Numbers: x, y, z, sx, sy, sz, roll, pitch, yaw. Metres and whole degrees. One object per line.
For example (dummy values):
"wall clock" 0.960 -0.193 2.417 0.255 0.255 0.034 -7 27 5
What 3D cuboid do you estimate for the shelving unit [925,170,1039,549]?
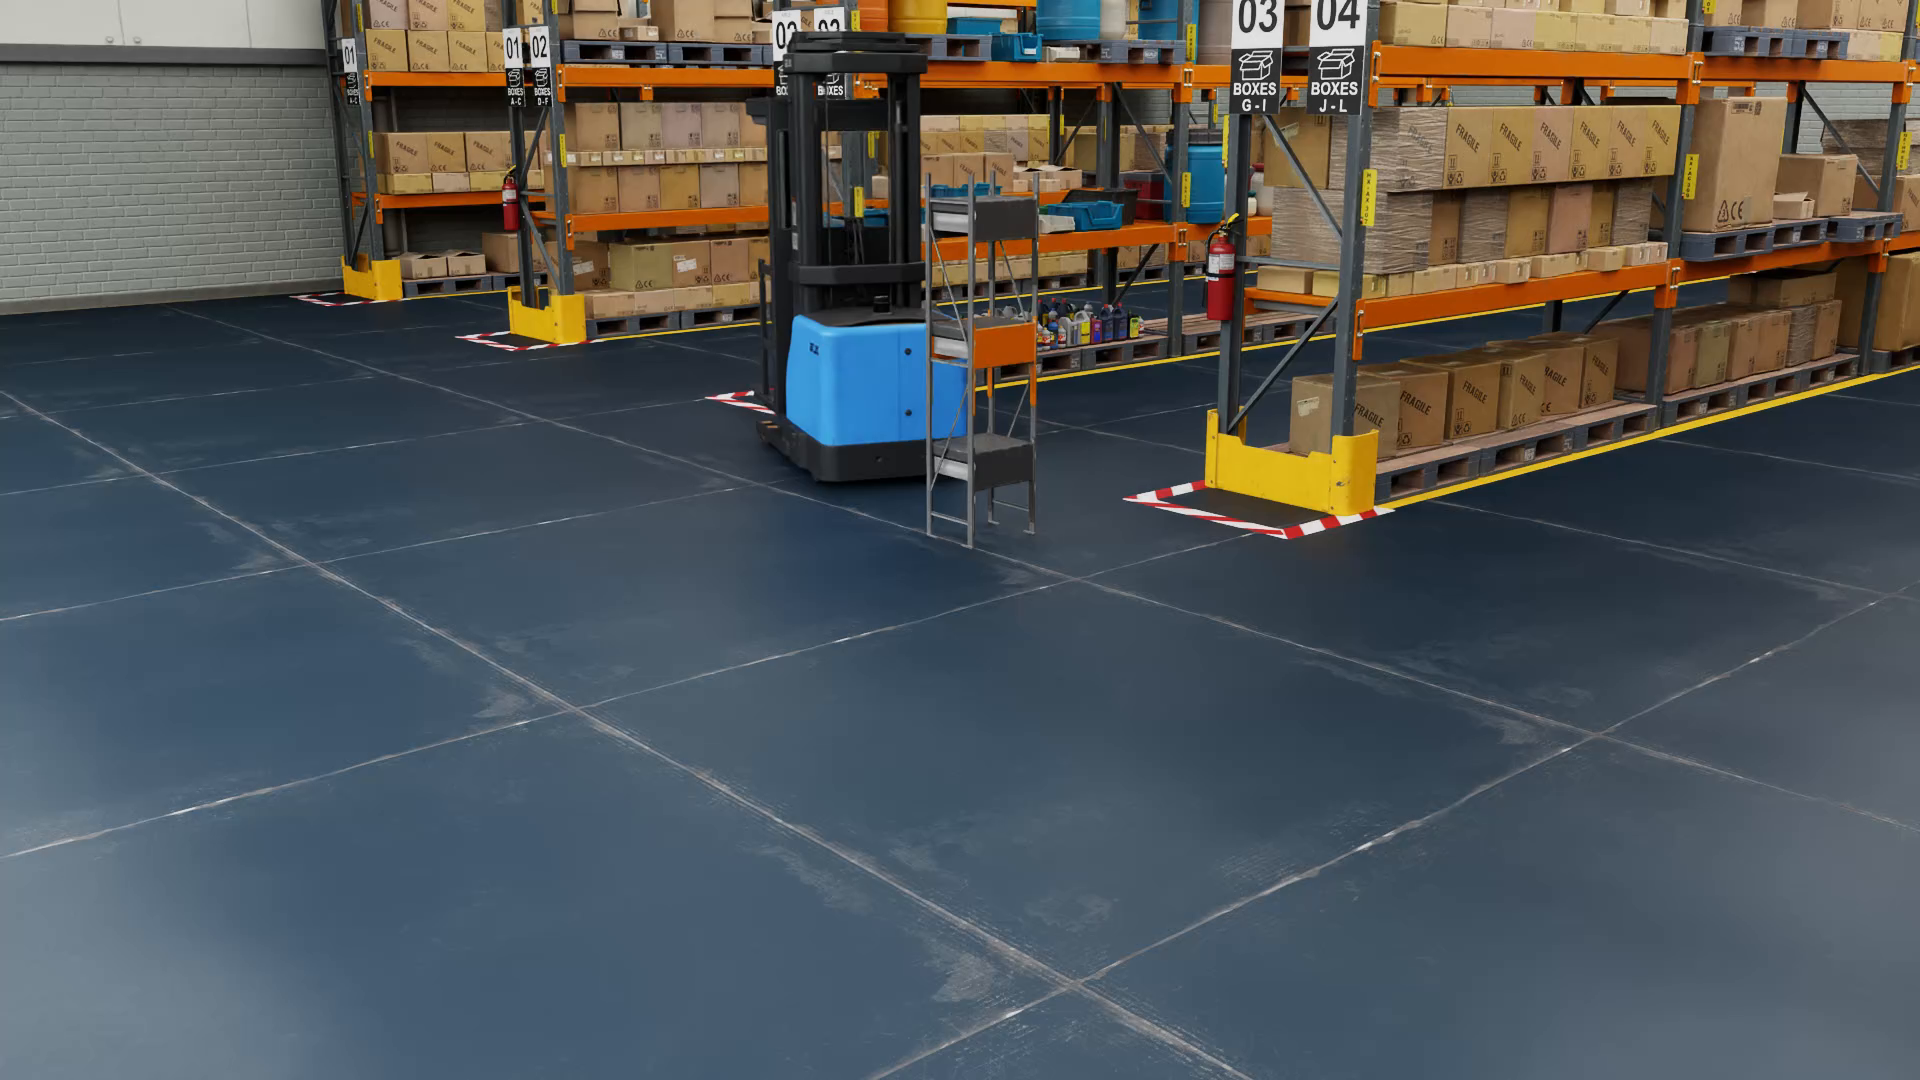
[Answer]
"shelving unit" 0.125 -1.042 9.584 0.503 2.100 0.431 -13 19 -39

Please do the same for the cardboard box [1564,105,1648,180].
"cardboard box" 4.548 -2.857 11.926 0.500 0.500 0.500 -13 19 -39

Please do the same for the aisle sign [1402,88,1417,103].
"aisle sign" 7.495 -7.684 27.665 0.004 0.787 0.394 -13 19 -39

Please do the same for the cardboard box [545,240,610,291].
"cardboard box" -4.225 -3.034 18.357 0.500 0.500 0.500 -13 19 -39

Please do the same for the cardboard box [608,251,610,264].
"cardboard box" -5.055 -4.037 23.689 0.380 0.166 0.250 13 20 40

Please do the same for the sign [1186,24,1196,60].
"sign" 2.185 -4.706 15.724 0.005 0.325 0.100 -13 19 -39

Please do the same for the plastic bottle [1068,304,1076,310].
"plastic bottle" 1.078 -2.229 16.708 0.135 0.276 0.152 -12 19 -37

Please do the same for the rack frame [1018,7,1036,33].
"rack frame" 1.364 -9.543 28.040 0.127 3.000 1.000 -13 19 -39

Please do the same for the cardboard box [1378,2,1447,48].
"cardboard box" 2.599 -3.127 10.123 0.500 0.250 0.500 -12 19 -38

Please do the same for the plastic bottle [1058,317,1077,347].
"plastic bottle" 1.022 -1.979 15.770 0.135 0.276 0.152 -12 19 -38

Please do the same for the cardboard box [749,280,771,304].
"cardboard box" -2.374 -2.909 19.342 0.500 0.250 0.500 -13 19 -39

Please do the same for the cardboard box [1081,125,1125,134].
"cardboard box" 2.338 -7.001 29.567 0.700 0.700 0.980 -13 20 -41

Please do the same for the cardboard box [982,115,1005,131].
"cardboard box" 0.403 -6.909 27.541 0.500 0.250 0.500 -12 19 -38

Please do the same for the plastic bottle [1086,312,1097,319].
"plastic bottle" 1.275 -2.085 16.167 0.135 0.276 0.152 -13 19 -39

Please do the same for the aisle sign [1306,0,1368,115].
"aisle sign" 2.216 -2.906 9.780 0.004 0.787 0.394 -13 19 -39

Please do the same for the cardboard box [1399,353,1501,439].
"cardboard box" 3.461 -1.027 11.813 0.500 0.500 0.500 -10 18 -34

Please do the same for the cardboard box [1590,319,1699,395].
"cardboard box" 5.561 -1.502 13.550 0.700 0.500 0.500 14 21 43

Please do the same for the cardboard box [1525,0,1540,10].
"cardboard box" 3.587 -3.555 10.953 0.250 0.149 0.380 -13 20 -40

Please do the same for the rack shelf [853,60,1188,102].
"rack shelf" 0.323 -4.124 14.958 4.000 0.370 1.077 -13 19 -39

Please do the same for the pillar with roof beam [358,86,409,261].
"pillar with roof beam" -4.902 -6.959 18.367 0.400 9.000 9.100 -13 19 -39

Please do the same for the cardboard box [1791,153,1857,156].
"cardboard box" 7.720 -3.226 15.009 0.500 0.500 0.500 13 20 40

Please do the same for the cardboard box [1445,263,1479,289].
"cardboard box" 3.205 -1.765 11.032 0.250 0.149 0.380 -13 19 -39

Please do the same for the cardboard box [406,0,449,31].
"cardboard box" -6.827 -6.695 21.021 0.500 0.500 0.500 -13 20 -40

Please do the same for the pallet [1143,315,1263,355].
"pallet" 2.399 -2.154 17.407 1.213 0.211 1.003 -13 19 -39

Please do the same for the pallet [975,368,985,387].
"pallet" -0.543 -1.495 14.937 1.213 0.211 1.003 -13 19 -39

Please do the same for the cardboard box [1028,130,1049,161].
"cardboard box" 1.181 -6.719 28.284 0.500 0.500 0.500 -13 20 -40

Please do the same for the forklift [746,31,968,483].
"forklift" -0.895 -2.132 12.051 1.130 2.935 3.031 -5 16 -19

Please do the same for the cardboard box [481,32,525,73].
"cardboard box" -6.064 -6.395 21.834 0.500 0.500 0.500 -11 19 -36

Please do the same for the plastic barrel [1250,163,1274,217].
"plastic barrel" 3.251 -3.670 17.415 0.433 0.535 0.433 0 15 0

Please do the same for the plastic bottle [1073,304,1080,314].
"plastic bottle" 1.148 -2.212 16.629 0.133 0.283 0.061 -13 19 -39

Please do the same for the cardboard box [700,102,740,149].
"cardboard box" -2.883 -4.670 18.712 0.500 0.500 0.700 -13 19 -39

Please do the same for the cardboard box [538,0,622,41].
"cardboard box" -3.998 -5.515 17.485 0.637 0.503 0.797 -11 18 -36

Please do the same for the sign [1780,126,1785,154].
"sign" 7.734 -3.741 15.700 0.005 0.325 0.100 -13 19 -39

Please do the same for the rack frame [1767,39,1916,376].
"rack frame" 8.101 -3.074 15.447 0.127 3.000 1.000 -13 19 -39

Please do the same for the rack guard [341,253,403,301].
"rack guard" -7.631 -3.417 21.575 0.348 0.500 1.175 -13 19 -39

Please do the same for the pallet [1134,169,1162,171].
"pallet" 3.065 -5.241 23.931 1.213 0.211 1.003 -13 19 -39

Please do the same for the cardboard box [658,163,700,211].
"cardboard box" -3.302 -3.946 18.517 0.500 0.500 0.700 -12 19 -39

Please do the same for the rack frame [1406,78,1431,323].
"rack frame" 4.850 -4.039 19.057 0.127 3.000 1.000 -13 19 -39

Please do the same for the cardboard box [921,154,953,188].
"cardboard box" -0.429 -4.590 20.929 0.500 0.500 0.500 -11 18 -35

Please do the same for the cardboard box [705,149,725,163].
"cardboard box" -2.837 -4.295 18.566 0.250 0.149 0.380 -12 19 -39

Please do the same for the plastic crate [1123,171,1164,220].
"plastic crate" 1.997 -3.534 17.042 0.583 0.464 0.402 -13 19 -39

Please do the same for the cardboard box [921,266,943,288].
"cardboard box" -0.563 -3.307 20.832 0.500 0.250 0.500 -12 19 -38

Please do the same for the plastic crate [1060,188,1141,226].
"plastic crate" 1.354 -3.267 16.289 0.504 0.338 0.767 -13 19 -39

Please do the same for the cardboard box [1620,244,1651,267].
"cardboard box" 4.919 -2.141 12.441 0.250 0.149 0.380 -13 19 -39

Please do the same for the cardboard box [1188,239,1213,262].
"cardboard box" 3.295 -4.293 24.001 0.500 0.500 0.500 -14 20 -41

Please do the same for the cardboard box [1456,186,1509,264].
"cardboard box" 3.203 -2.183 11.341 0.500 0.500 0.875 -13 19 -39

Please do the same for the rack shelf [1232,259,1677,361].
"rack shelf" 3.575 -1.710 11.735 4.000 0.370 1.077 -13 19 -39

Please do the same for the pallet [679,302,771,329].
"pallet" -2.965 -2.645 19.241 1.213 0.211 1.003 -13 19 -39

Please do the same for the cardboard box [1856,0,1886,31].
"cardboard box" 7.526 -4.595 14.165 0.500 0.500 0.500 -13 20 -39

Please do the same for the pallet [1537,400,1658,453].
"pallet" 4.600 -0.929 12.819 1.213 0.211 1.003 -13 19 -39

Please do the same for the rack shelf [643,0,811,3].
"rack shelf" -3.162 -7.986 24.380 4.000 0.370 1.077 -13 19 -39
